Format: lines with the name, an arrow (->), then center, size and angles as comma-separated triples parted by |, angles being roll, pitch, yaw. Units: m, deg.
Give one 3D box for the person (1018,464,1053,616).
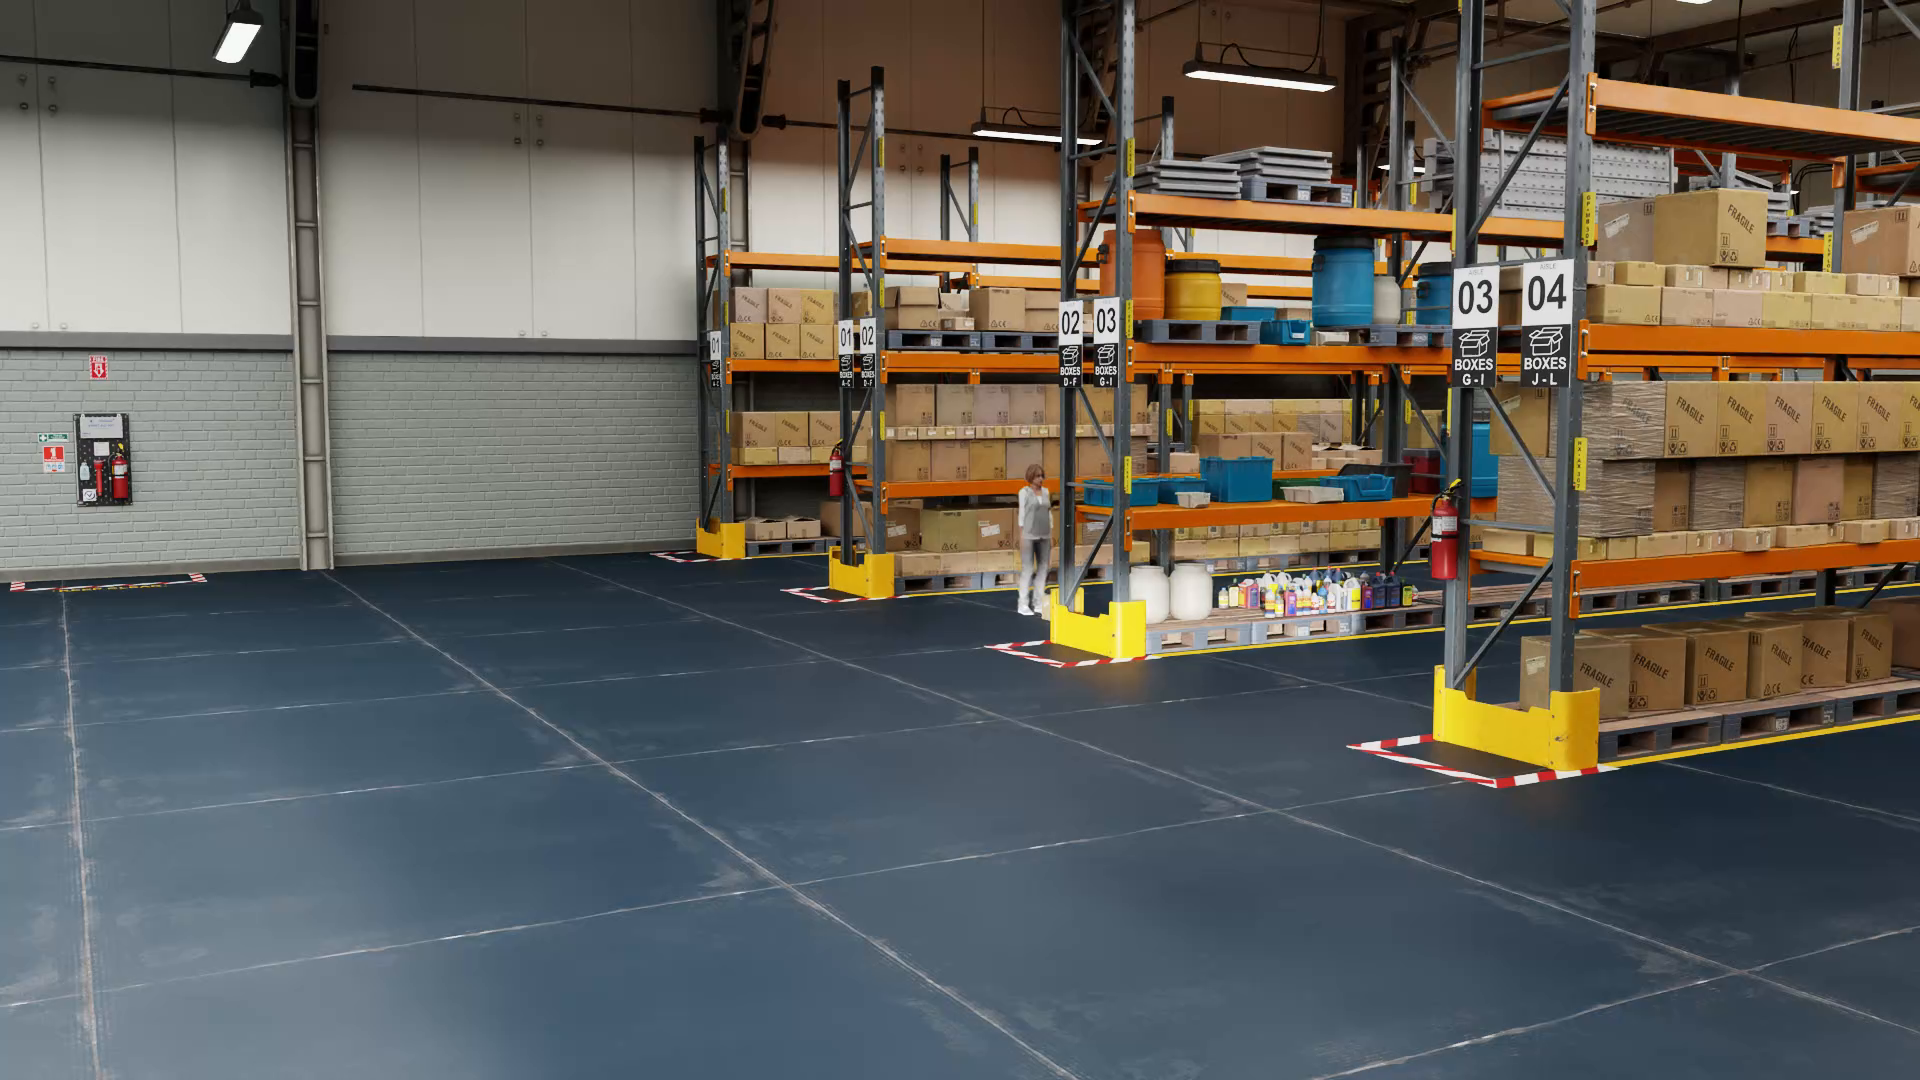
person -> 0.812, -0.003, 17.678 | 0.404, 1.599, 0.305 | -3, 6, -27
